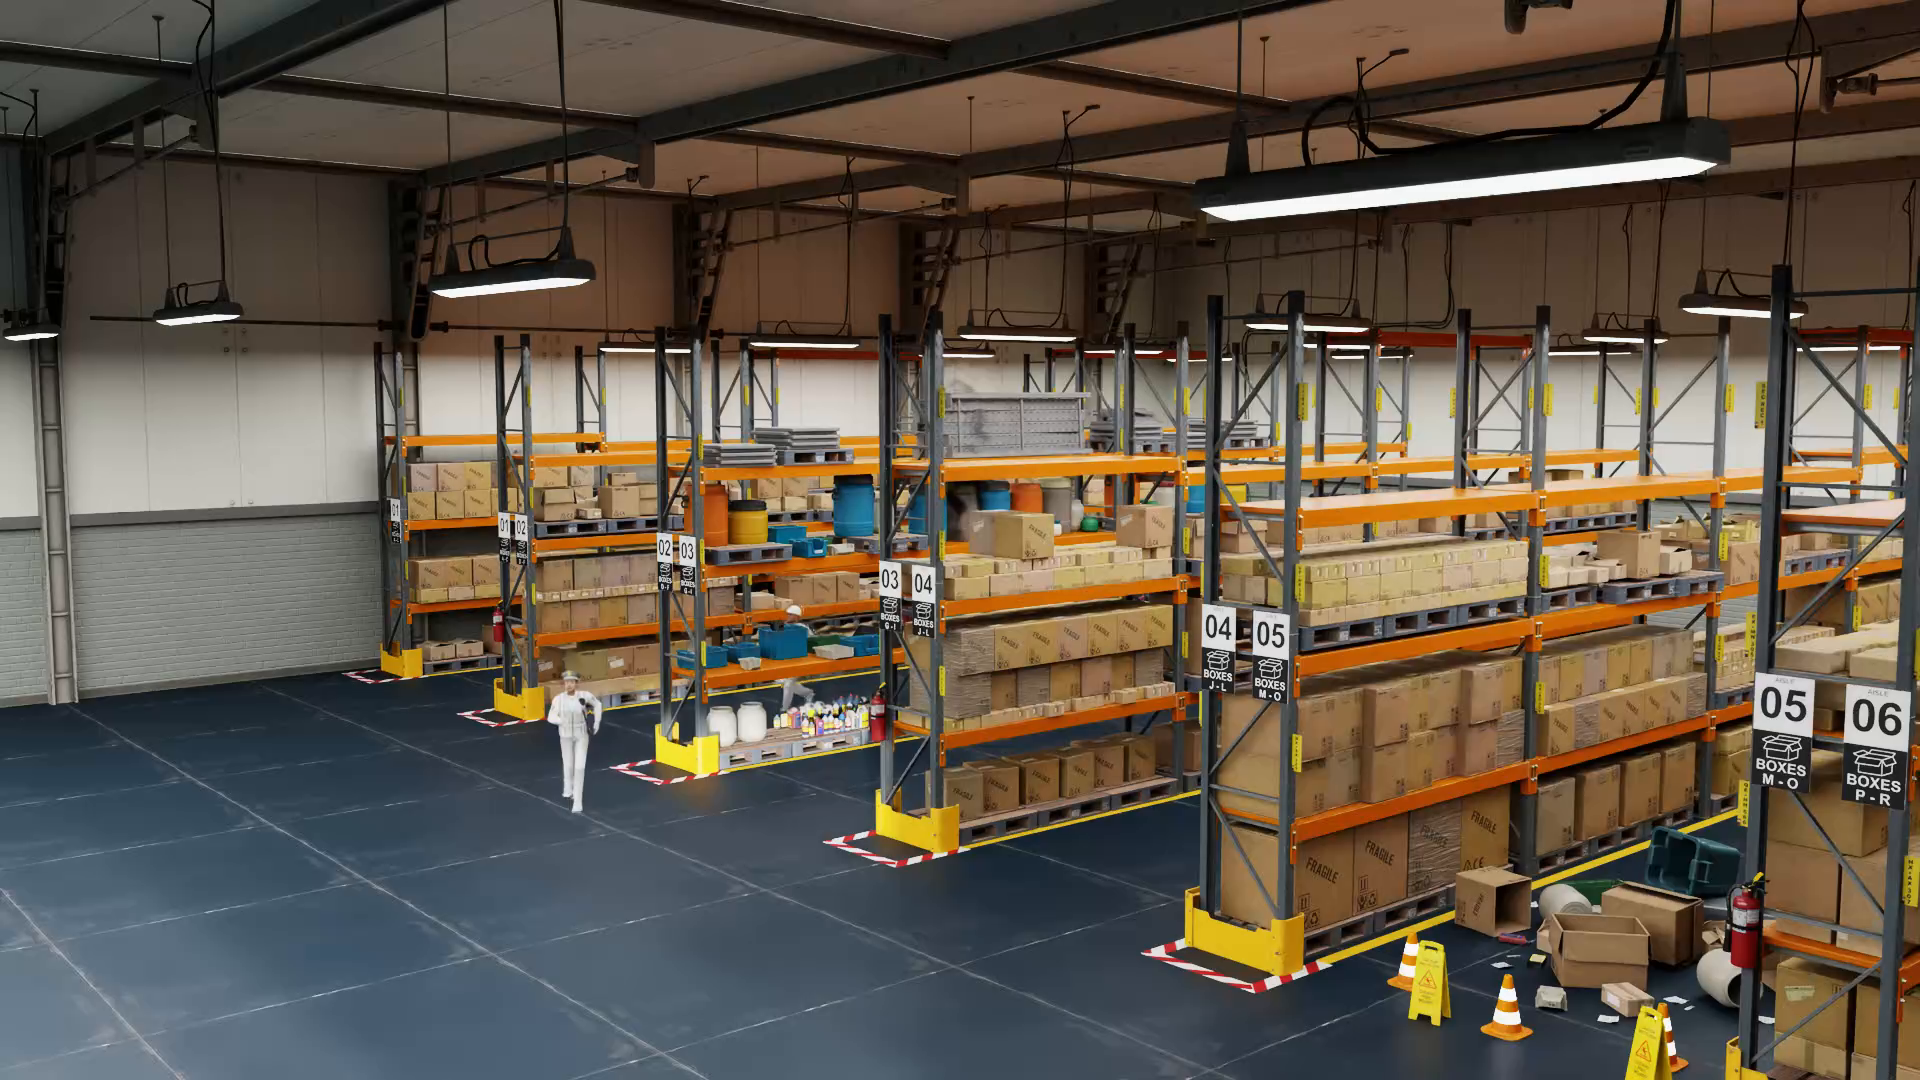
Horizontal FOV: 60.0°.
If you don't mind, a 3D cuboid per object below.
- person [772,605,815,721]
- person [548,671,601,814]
[{"bbox_3d":[-2.608,1.906,26.076,0.661,1.769,0.936,5,7,43],"label":"person"},{"bbox_3d":[-4.764,2.452,20.598,0.623,1.744,0.882,-1,5,-6],"label":"person"}]
